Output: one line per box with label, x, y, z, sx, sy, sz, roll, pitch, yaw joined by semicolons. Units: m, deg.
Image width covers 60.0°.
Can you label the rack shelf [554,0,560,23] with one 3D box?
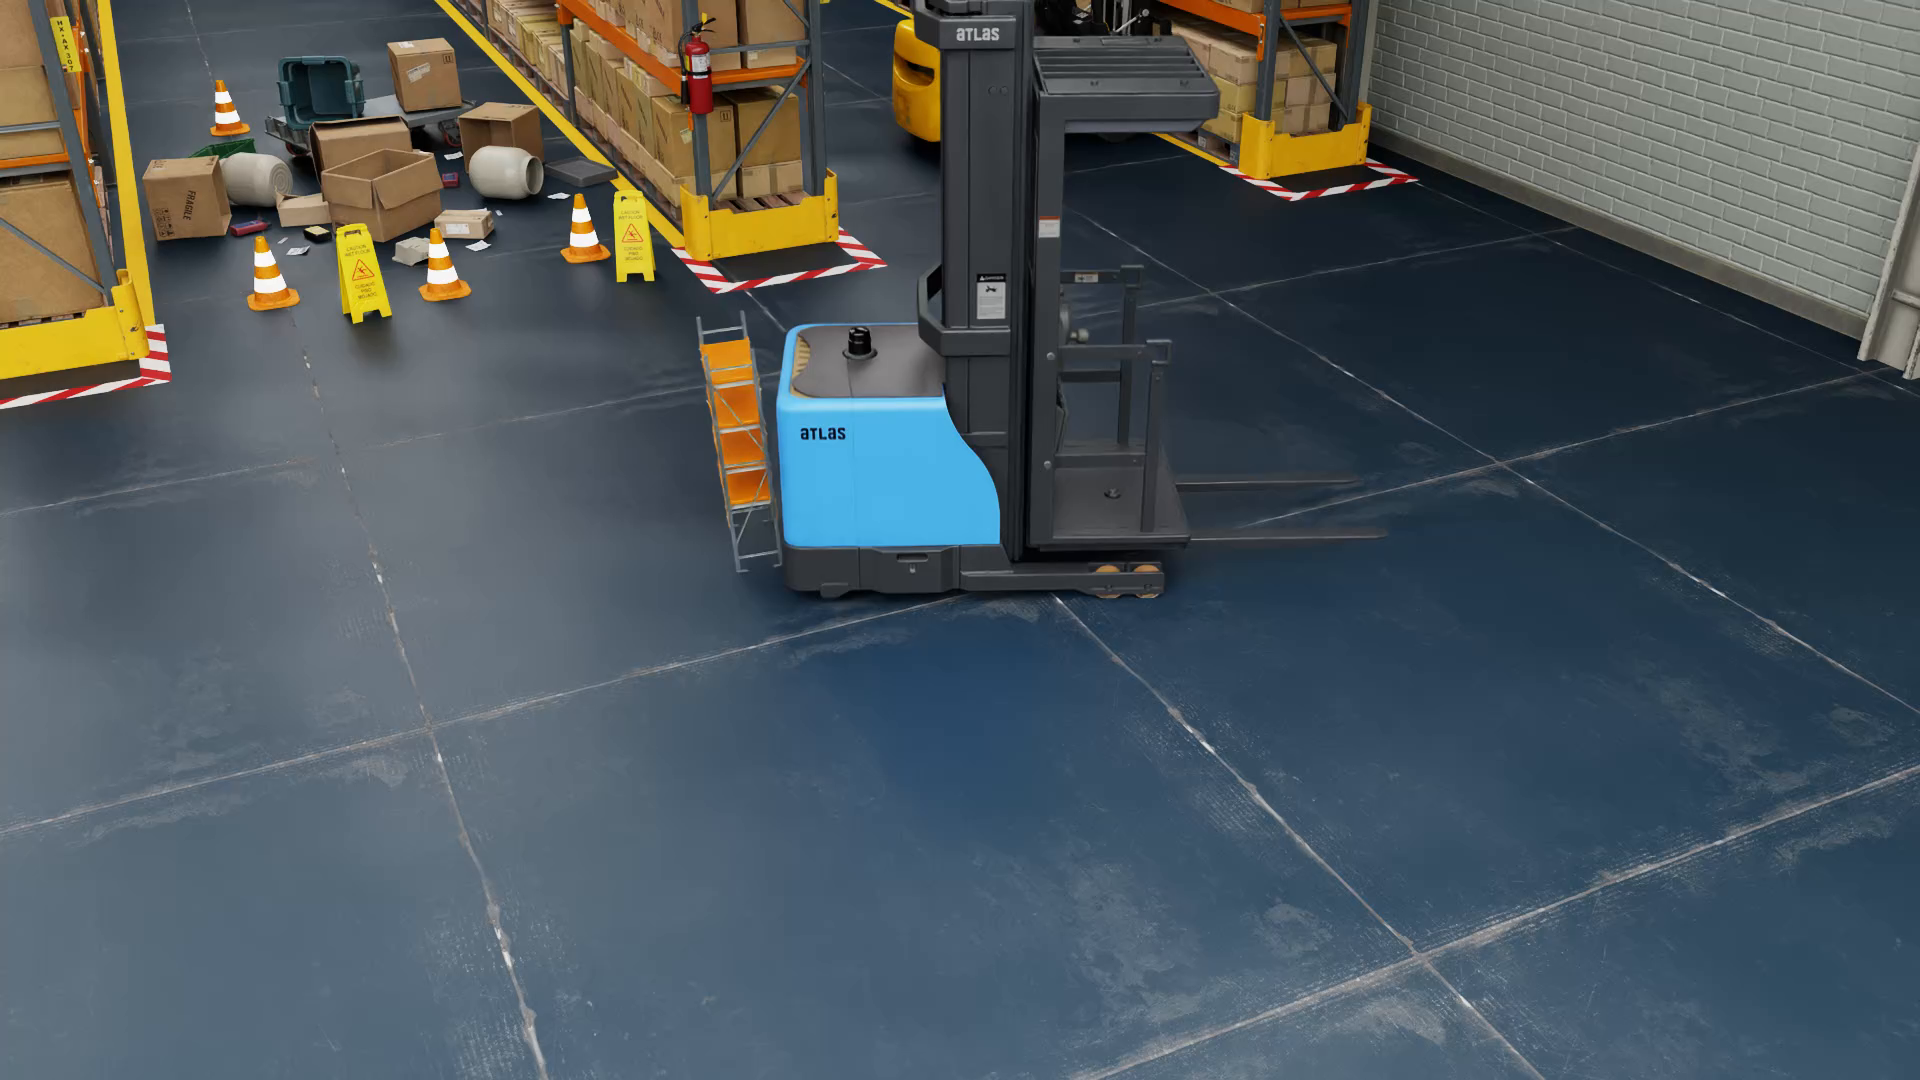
rack shelf;-4.063;-5.891;16.925;1.077;0.370;4.000;-13;32;-22

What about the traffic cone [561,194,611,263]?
traffic cone;-2.837;-2.367;12.499;0.336;0.463;0.334;-13;32;-22

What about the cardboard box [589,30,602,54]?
cardboard box;-2.973;-4.304;14.310;0.380;0.149;0.250;-12;31;-20

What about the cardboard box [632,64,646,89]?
cardboard box;-2.390;-3.708;13.247;0.380;0.149;0.250;-13;32;-21

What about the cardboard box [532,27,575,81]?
cardboard box;-3.743;-4.907;16.691;0.950;0.372;0.625;-11;31;-19

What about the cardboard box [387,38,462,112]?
cardboard box;-4.799;-4.175;14.910;0.500;0.500;0.500;-13;32;-22

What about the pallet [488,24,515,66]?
pallet;-4.587;-5.527;18.390;1.003;0.211;1.213;-13;32;-22

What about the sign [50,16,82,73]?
sign;-5.410;-2.997;10.061;0.100;0.325;0.005;-13;32;-22

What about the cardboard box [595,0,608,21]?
cardboard box;-2.818;-4.439;13.855;0.380;0.149;0.250;-13;32;-22

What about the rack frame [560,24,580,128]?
rack frame;-3.204;-5.322;15.174;1.000;3.000;0.127;-13;32;-22

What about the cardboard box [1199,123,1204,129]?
cardboard box;2.303;-3.945;15.101;0.500;0.250;0.500;-13;32;-22

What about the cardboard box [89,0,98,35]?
cardboard box;-9.641;-5.685;17.948;0.500;0.500;0.500;-13;32;-21

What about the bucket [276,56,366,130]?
bucket;-5.491;-3.897;14.425;0.726;0.611;0.620;-3;19;-5

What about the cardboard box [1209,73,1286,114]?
cardboard box;2.503;-3.950;14.598;0.500;0.250;0.500;-14;32;-23

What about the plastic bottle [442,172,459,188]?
plastic bottle;-4.344;-3.076;14.173;0.133;0.061;0.283;-8;30;-13

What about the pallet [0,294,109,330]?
pallet;-6.328;-1.591;11.372;1.003;0.211;1.213;-13;32;-22

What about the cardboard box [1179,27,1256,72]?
cardboard box;2.291;-4.381;14.855;0.500;0.250;0.500;-12;32;-21

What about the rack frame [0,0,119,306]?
rack frame;-5.914;-2.471;10.089;1.000;3.000;0.127;-13;32;-22

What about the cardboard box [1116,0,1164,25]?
cardboard box;1.636;-5.061;16.068;0.500;0.250;0.500;-12;31;-20

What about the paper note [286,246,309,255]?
paper note;-5.036;-2.206;12.654;0.144;0.017;0.142;-3;29;-5

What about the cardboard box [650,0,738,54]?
cardboard box;-1.969;-3.910;12.250;0.500;0.500;0.500;-14;32;-23

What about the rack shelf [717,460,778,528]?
rack shelf;-1.089;-0.259;8.511;0.258;0.148;0.480;-9;30;-8

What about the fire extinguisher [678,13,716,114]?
fire extinguisher;-1.854;-3.374;11.779;0.296;0.674;0.183;-13;32;-22

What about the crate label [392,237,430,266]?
crate label;-4.087;-2.176;12.491;0.298;0.136;0.250;19;34;30

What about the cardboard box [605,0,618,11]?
cardboard box;-2.592;-4.582;13.448;0.500;0.500;0.500;-13;32;-21

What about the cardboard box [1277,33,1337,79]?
cardboard box;2.959;-4.271;14.659;0.500;0.250;0.500;-14;32;-23

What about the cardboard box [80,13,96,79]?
cardboard box;-9.168;-4.919;16.326;1.050;0.750;0.750;-14;32;-23

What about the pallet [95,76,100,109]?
pallet;-9.078;-4.424;16.424;1.003;0.211;1.213;-13;32;-22

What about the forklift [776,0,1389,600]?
forklift;0.628;-1.244;7.972;3.031;2.935;1.130;-1;29;-2

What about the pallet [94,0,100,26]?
pallet;-10.730;-6.212;19.612;1.003;0.211;1.213;-13;32;-22

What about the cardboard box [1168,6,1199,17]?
cardboard box;2.323;-4.942;15.855;0.500;0.250;0.500;-14;32;-23

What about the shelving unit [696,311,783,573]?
shelving unit;-1.106;-0.489;8.379;0.258;1.200;0.503;-9;30;-8

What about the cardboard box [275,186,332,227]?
cardboard box;-5.230;-2.673;13.245;0.396;0.266;0.258;-8;30;-13

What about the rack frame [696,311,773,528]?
rack frame;-1.157;-0.606;8.587;0.240;1.200;0.015;-9;30;-8

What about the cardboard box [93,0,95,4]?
cardboard box;-10.521;-6.590;19.562;0.500;0.500;0.500;-14;32;-23

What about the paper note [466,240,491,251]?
paper note;-3.690;-2.259;12.748;0.142;0.019;0.148;26;38;38

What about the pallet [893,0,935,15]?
pallet;-0.122;-6.544;20.205;1.003;0.211;1.213;-13;32;-22

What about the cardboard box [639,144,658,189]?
cardboard box;-2.292;-3.070;13.539;0.500;0.250;0.500;-13;32;-22

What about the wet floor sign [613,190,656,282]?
wet floor sign;-2.372;-2.219;12.048;0.267;0.644;0.232;-3;29;-5

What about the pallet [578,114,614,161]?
pallet;-2.884;-3.816;15.340;1.003;0.211;1.213;-13;32;-22

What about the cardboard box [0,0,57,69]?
cardboard box;-6.038;-3.179;10.095;0.875;0.550;0.550;-13;32;-22

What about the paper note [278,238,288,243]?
paper note;-5.241;-2.320;12.877;0.032;0.001;0.123;2;29;4

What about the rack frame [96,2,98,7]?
rack frame;-11.066;-7.772;19.542;1.000;3.000;0.127;-13;32;-22

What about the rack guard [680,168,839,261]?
rack guard;-1.520;-2.498;12.694;1.175;0.500;0.348;-13;32;-22

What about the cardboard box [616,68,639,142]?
cardboard box;-2.504;-3.619;13.752;0.500;0.500;0.500;-14;32;-23

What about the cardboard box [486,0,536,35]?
cardboard box;-4.688;-5.874;18.416;0.950;0.372;0.625;-15;33;-25

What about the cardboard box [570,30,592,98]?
cardboard box;-3.195;-4.315;14.994;0.500;0.500;0.500;-12;31;-20

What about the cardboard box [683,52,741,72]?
cardboard box;-1.841;-3.565;12.298;0.380;0.149;0.250;-12;31;-20

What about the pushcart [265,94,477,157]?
pushcart;-5.242;-3.677;14.922;0.936;0.377;1.648;26;38;38

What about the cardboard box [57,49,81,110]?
cardboard box;-6.497;-3.203;11.241;0.875;0.550;0.550;-13;32;-22

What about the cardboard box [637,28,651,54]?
cardboard box;-2.278;-3.879;12.858;0.380;0.149;0.250;-13;32;-21

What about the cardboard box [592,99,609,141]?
cardboard box;-2.955;-3.755;14.761;0.500;0.250;0.500;-11;31;-19

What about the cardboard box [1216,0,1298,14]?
cardboard box;2.546;-4.804;14.149;0.500;0.500;0.500;-14;32;-23

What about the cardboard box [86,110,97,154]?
cardboard box;-7.979;-3.695;14.143;1.050;0.750;0.750;-13;32;-22
